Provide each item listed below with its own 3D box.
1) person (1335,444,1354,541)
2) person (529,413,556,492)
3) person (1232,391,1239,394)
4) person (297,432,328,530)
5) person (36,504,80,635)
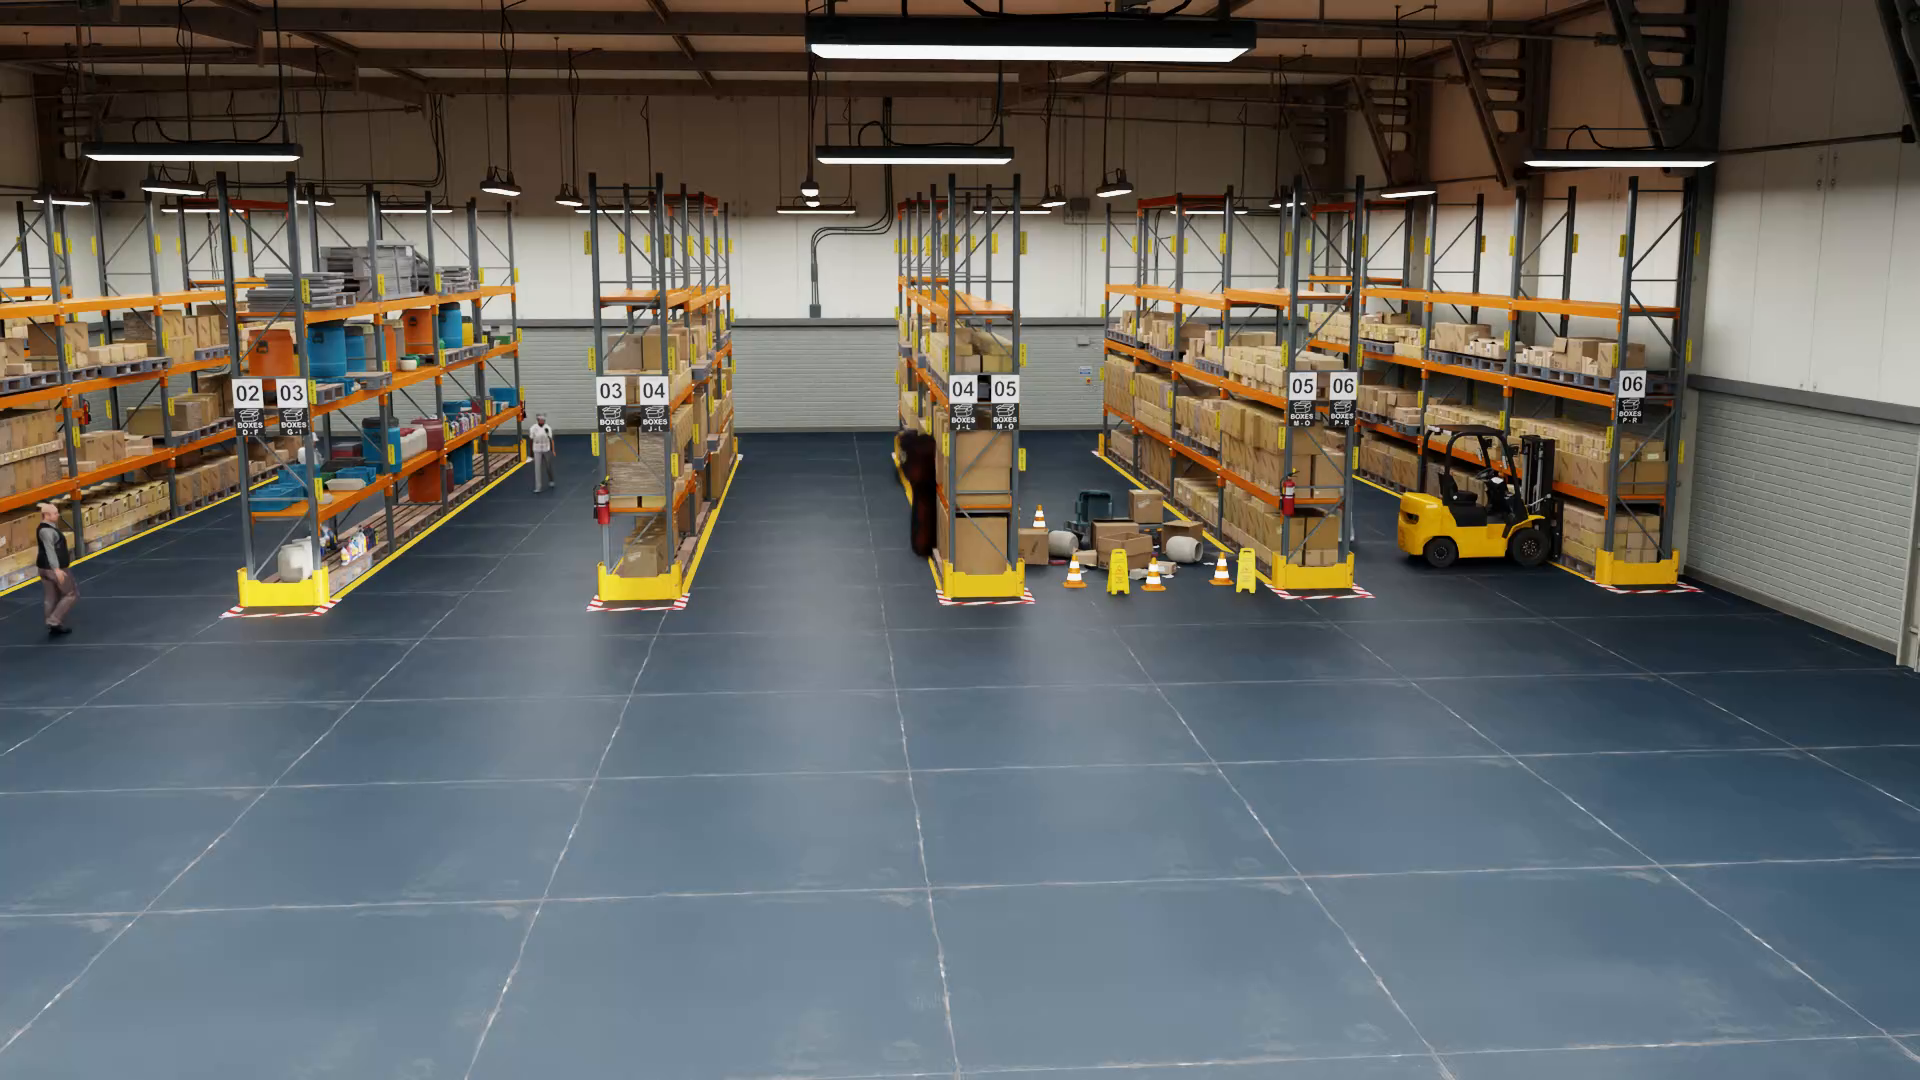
[{"bbox_3d":[6.586,-0.820,28.562,0.429,1.678,0.453,5,11,27],"label":"person"},{"bbox_3d":[-8.626,-1.834,34.392,0.556,1.617,0.987,-1,10,-5],"label":"person"},{"bbox_3d":[6.361,-2.682,38.801,0.690,1.766,0.613,-2,10,-12],"label":"person"},{"bbox_3d":[-11.384,-1.027,29.335,0.477,1.780,0.630,-2,10,-13],"label":"person"},{"bbox_3d":[-11.733,0.385,21.536,0.553,1.724,0.425,8,13,37],"label":"person"}]
